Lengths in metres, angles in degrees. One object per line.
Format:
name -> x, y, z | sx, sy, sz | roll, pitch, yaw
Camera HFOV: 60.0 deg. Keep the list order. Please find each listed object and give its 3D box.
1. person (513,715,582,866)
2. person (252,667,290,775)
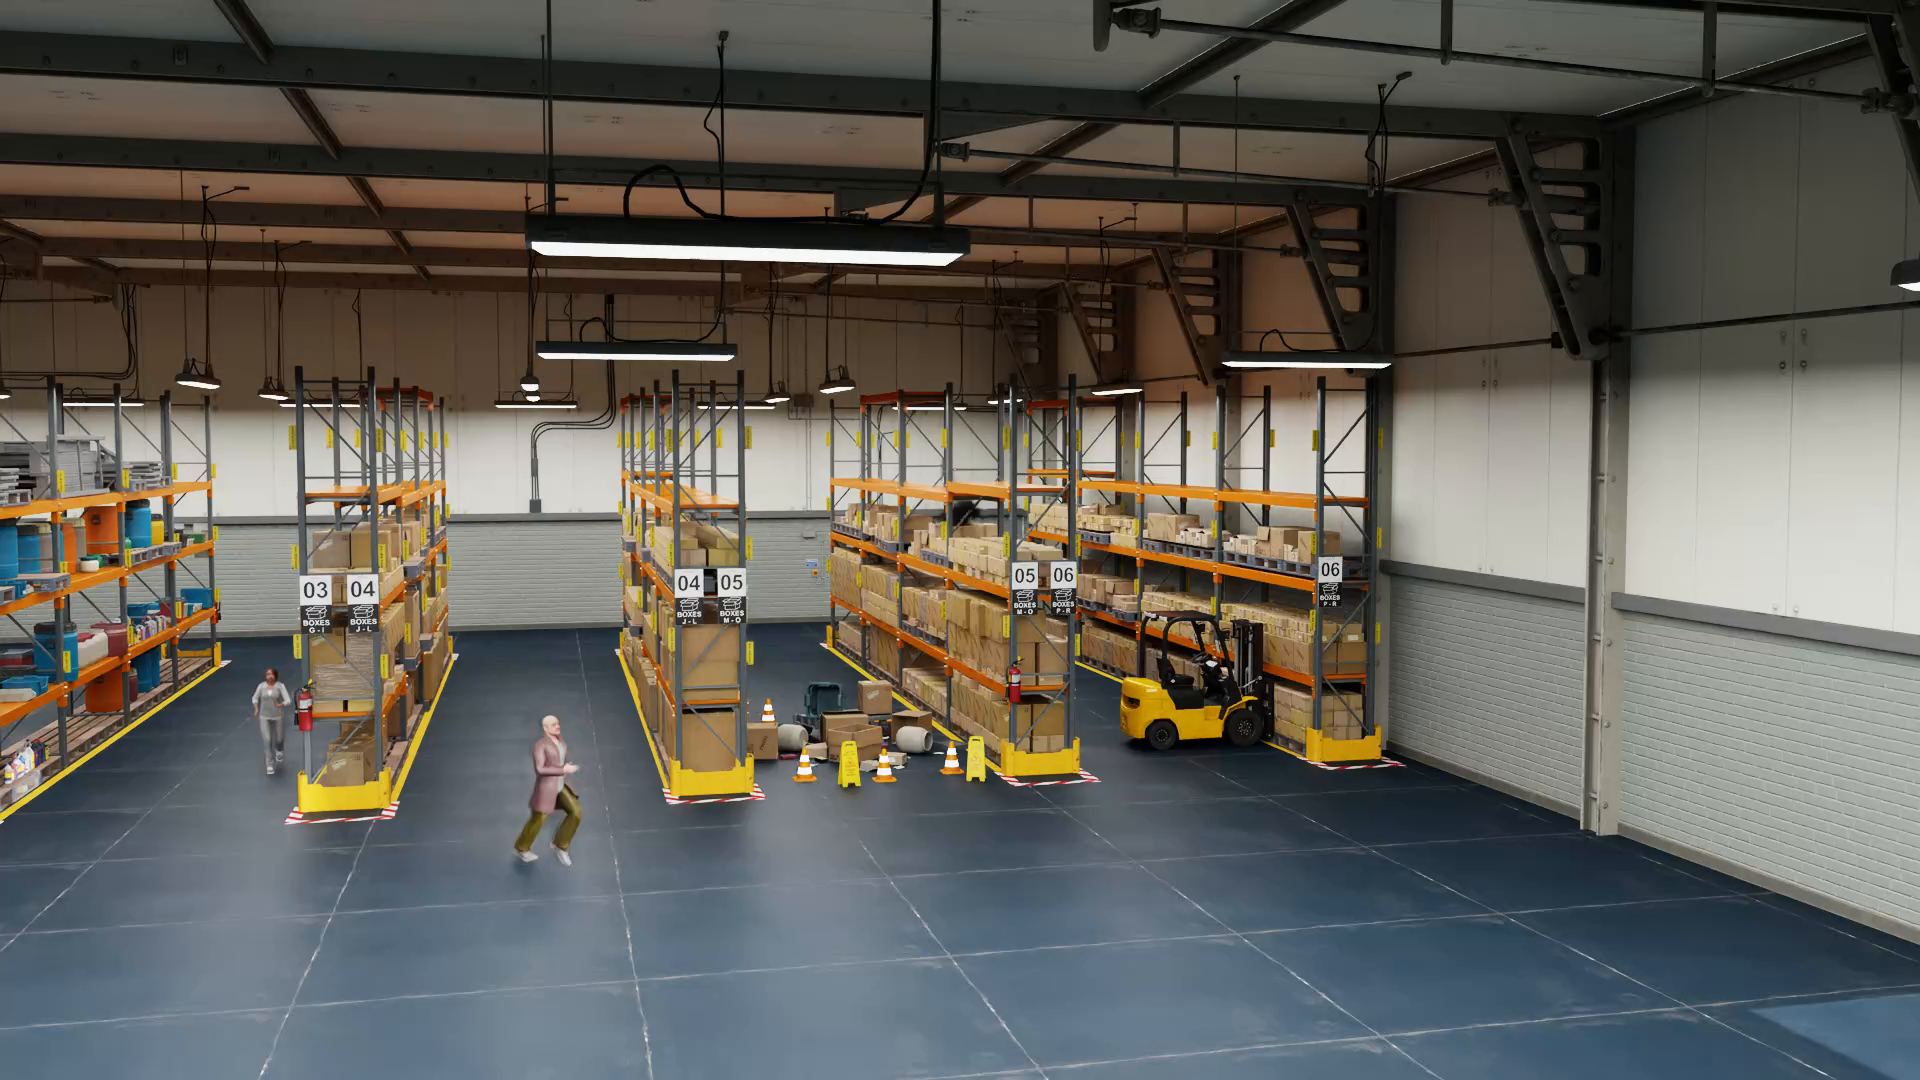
person -> -4.812, 2.966, 19.585 | 0.958, 1.759, 0.733 | 2, 4, 27
person -> -10.421, 2.707, 25.166 | 0.547, 1.570, 0.822 | -1, 4, -19
